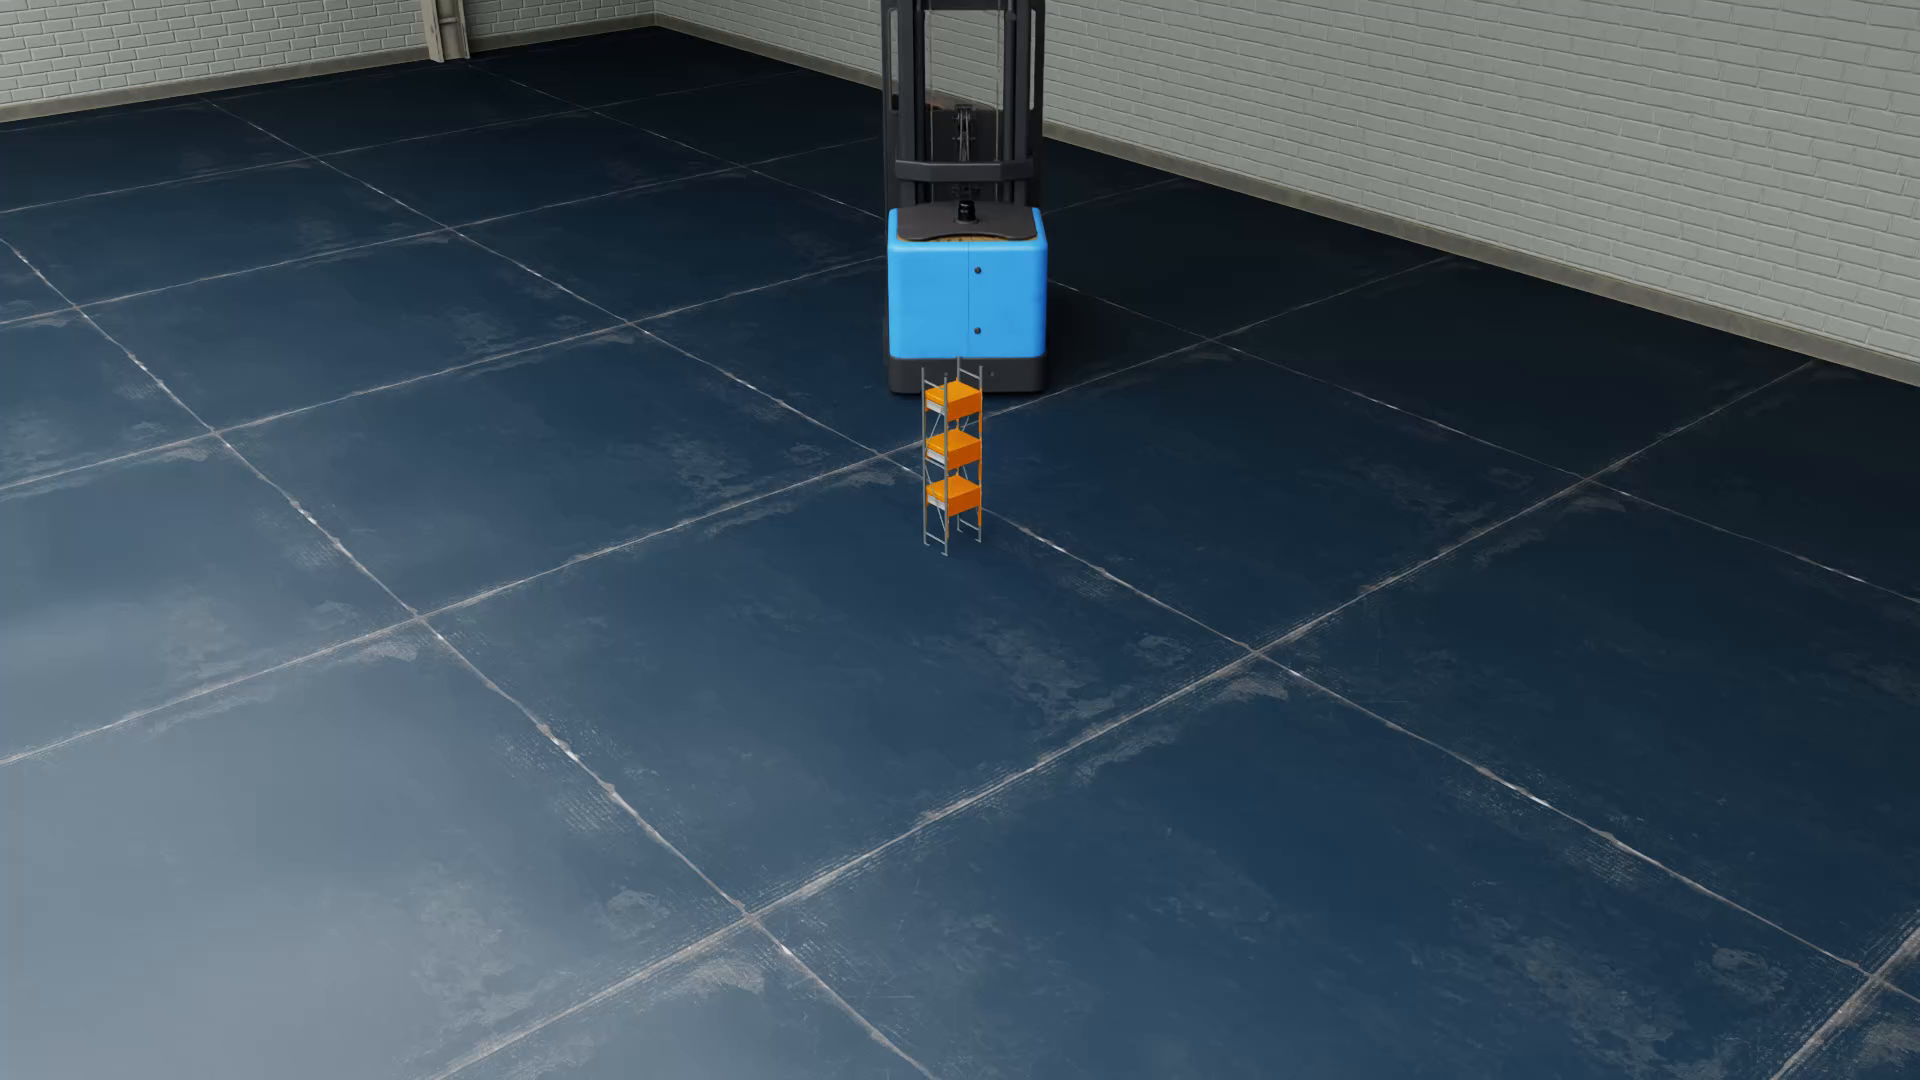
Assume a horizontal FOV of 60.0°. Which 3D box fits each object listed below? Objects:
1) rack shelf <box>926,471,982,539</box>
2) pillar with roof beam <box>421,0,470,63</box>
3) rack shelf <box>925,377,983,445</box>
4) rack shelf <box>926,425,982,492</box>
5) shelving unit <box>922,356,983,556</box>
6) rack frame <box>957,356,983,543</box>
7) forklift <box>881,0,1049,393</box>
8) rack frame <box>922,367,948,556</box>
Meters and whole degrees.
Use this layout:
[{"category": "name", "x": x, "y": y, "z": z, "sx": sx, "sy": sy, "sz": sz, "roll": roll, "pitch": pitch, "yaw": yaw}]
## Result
[{"category": "rack shelf", "x": -0.041, "y": -0.192, "z": 9.108, "sx": 0.240, "sy": 0.259, "sz": 0.215, "roll": -22, "pitch": 35, "yaw": -35}, {"category": "pillar with roof beam", "x": -3.406, "y": -8.280, "z": 15.196, "sx": 0.400, "sy": 9.000, "sz": 9.100, "roll": -22, "pitch": 35, "yaw": -35}, {"category": "rack shelf", "x": -0.041, "y": -0.688, "z": 8.843, "sx": 0.240, "sy": 0.259, "sz": 0.215, "roll": -22, "pitch": 35, "yaw": -35}, {"category": "rack shelf", "x": -0.041, "y": -0.437, "z": 8.977, "sx": 0.240, "sy": 0.259, "sz": 0.215, "roll": -22, "pitch": 35, "yaw": -35}, {"category": "shelving unit", "x": -0.041, "y": -0.447, "z": 8.972, "sx": 0.252, "sy": 1.050, "sz": 0.215, "roll": -22, "pitch": 35, "yaw": -35}, {"category": "rack frame", "x": 0.052, "y": -0.484, "z": 9.042, "sx": 0.008, "sy": 1.050, "sz": 0.200, "roll": -22, "pitch": 35, "yaw": -35}, {"category": "forklift", "x": 0.012, "y": -2.909, "z": 11.585, "sx": 1.130, "sy": 2.935, "sz": 3.031, "roll": -1, "pitch": 28, "yaw": -1}, {"category": "rack frame", "x": -0.134, "y": -0.409, "z": 8.902, "sx": 0.008, "sy": 1.050, "sz": 0.200, "roll": -22, "pitch": 35, "yaw": -35}]
